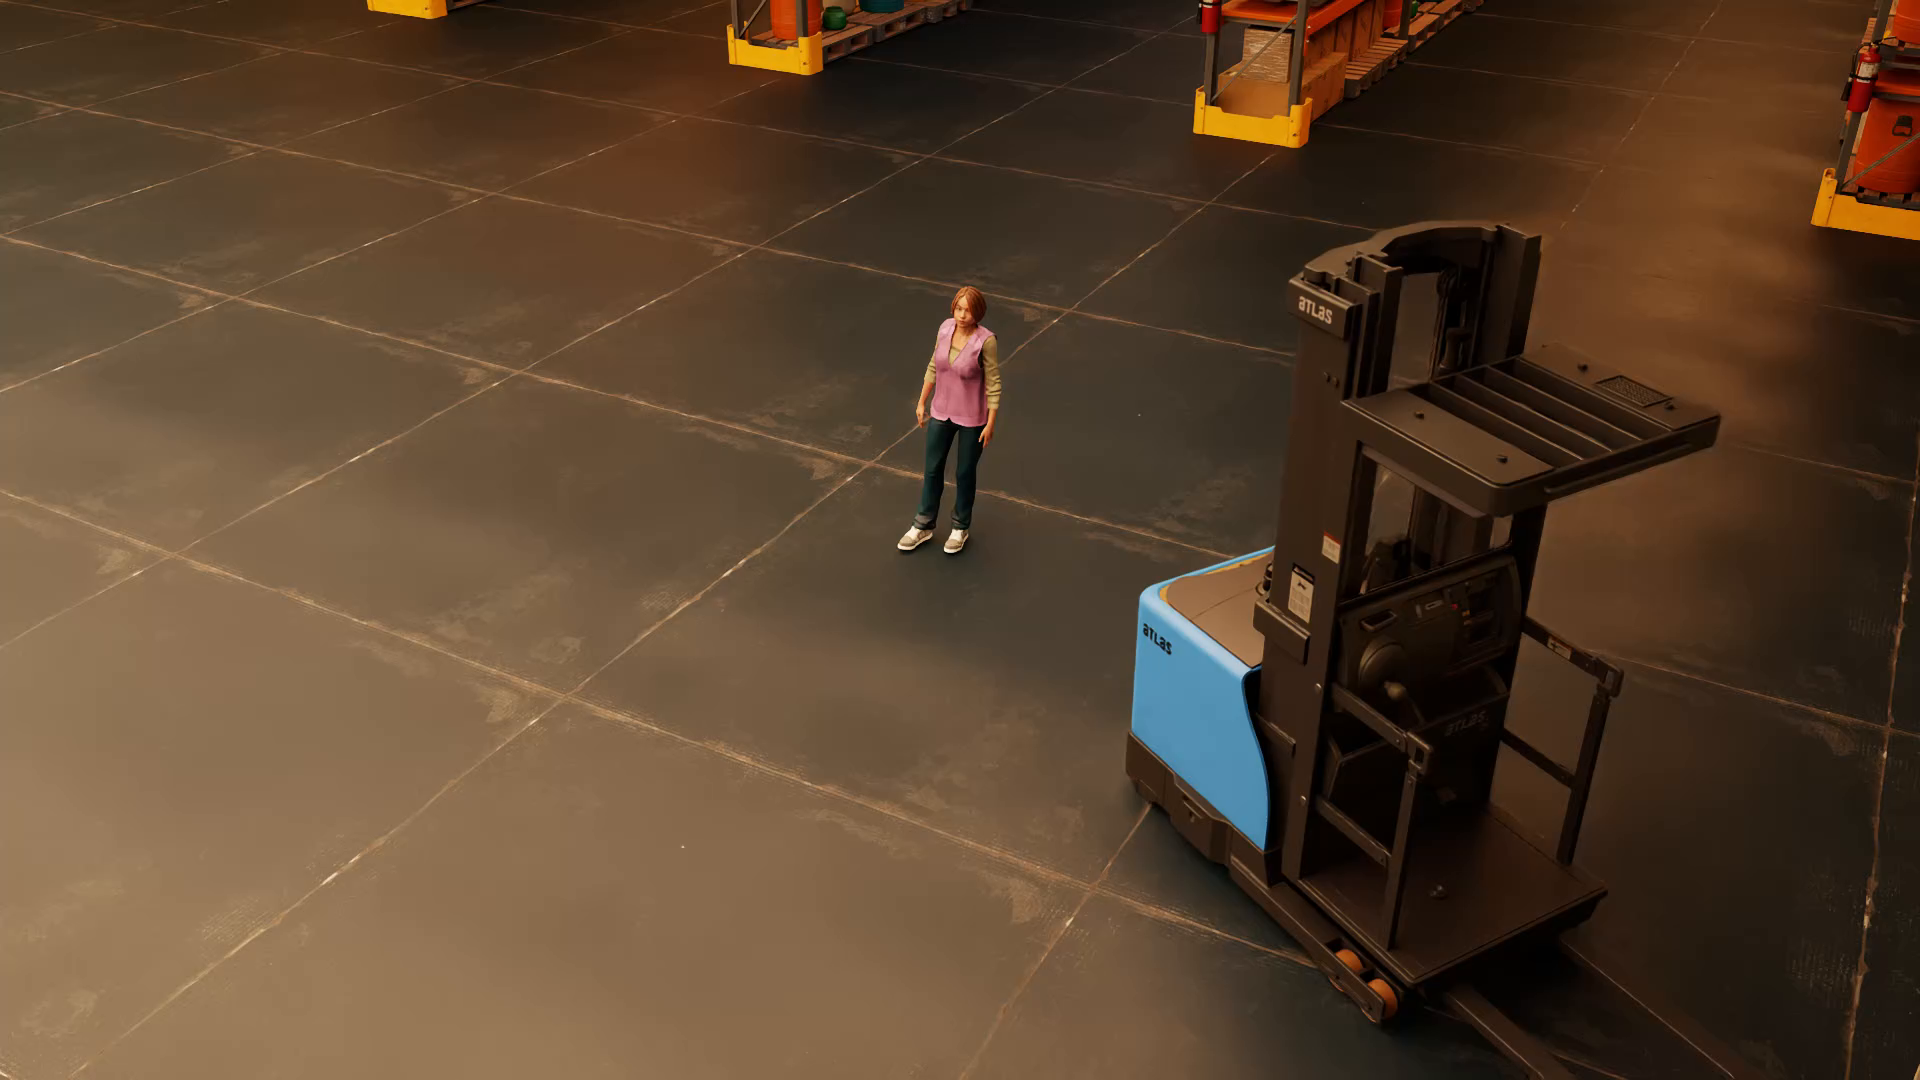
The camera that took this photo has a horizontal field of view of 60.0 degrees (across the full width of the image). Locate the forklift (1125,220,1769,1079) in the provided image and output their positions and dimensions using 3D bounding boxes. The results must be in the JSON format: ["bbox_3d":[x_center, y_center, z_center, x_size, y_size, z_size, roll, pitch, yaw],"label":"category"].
[{"bbox_3d":[1.964,0.395,6.386,1.130,2.935,3.031,-16,34,-26],"label":"forklift"}]

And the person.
[{"bbox_3d":[-0.048,-0.668,9.549,0.521,1.599,0.473,15,33,25],"label":"person"}]
